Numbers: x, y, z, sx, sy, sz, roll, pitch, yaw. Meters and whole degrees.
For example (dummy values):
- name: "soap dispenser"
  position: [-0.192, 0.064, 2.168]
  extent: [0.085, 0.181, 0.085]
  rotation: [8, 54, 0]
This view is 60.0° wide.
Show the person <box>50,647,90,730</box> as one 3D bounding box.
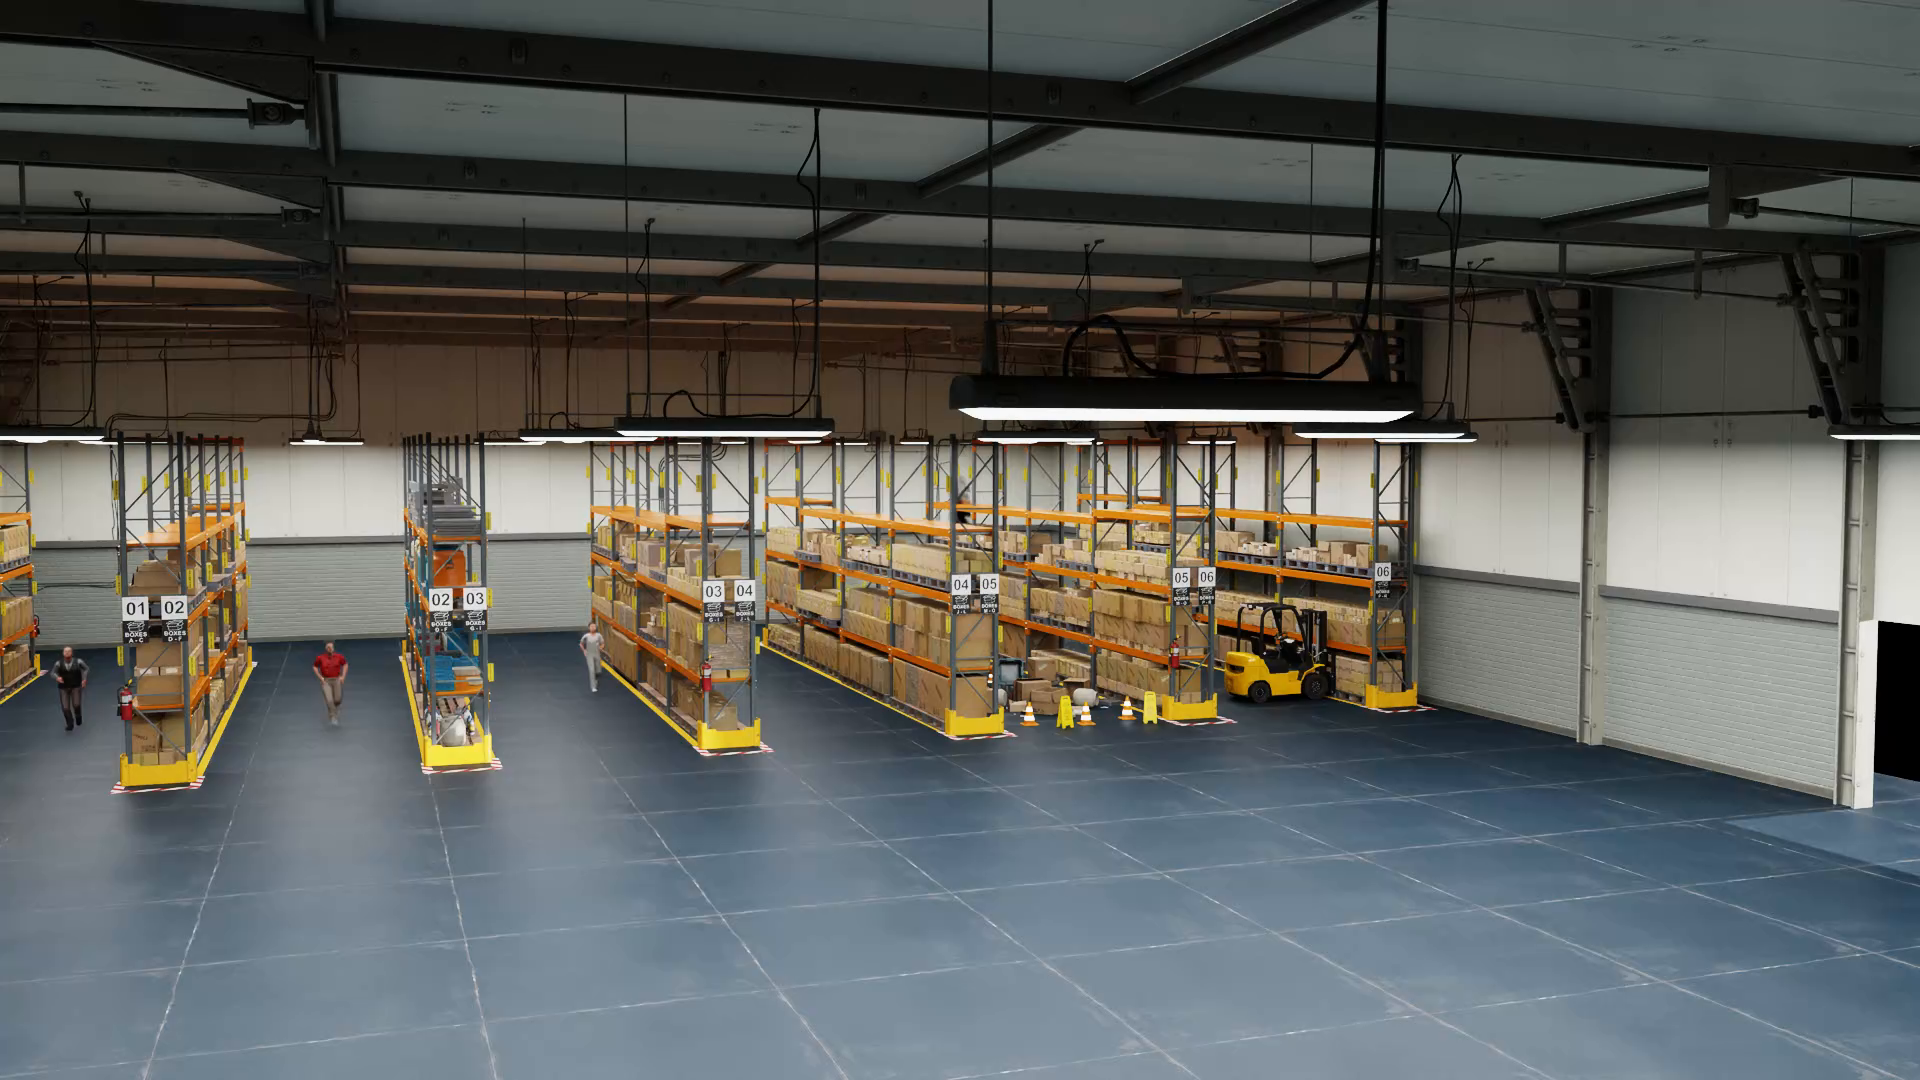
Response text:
- name: "person"
  position: [-18.000, 3.010, 33.624]
  extent: [0.707, 1.690, 0.554]
  rotation: [-1, 3, -23]

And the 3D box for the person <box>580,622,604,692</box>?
- name: "person"
  position: [-8.648, 2.739, 39.116]
  extent: [0.569, 1.625, 0.724]
  rotation: [-1, 3, -22]

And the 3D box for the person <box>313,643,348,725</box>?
- name: "person"
  position: [-13.119, 2.974, 34.660]
  extent: [0.684, 1.689, 0.642]
  rotation: [-1, 3, -25]

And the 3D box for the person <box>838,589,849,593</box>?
- name: "person"
  position: [-3.414, 2.036, 48.326]
  extent: [0.725, 1.641, 0.897]
  rotation: [-1, 3, -24]
